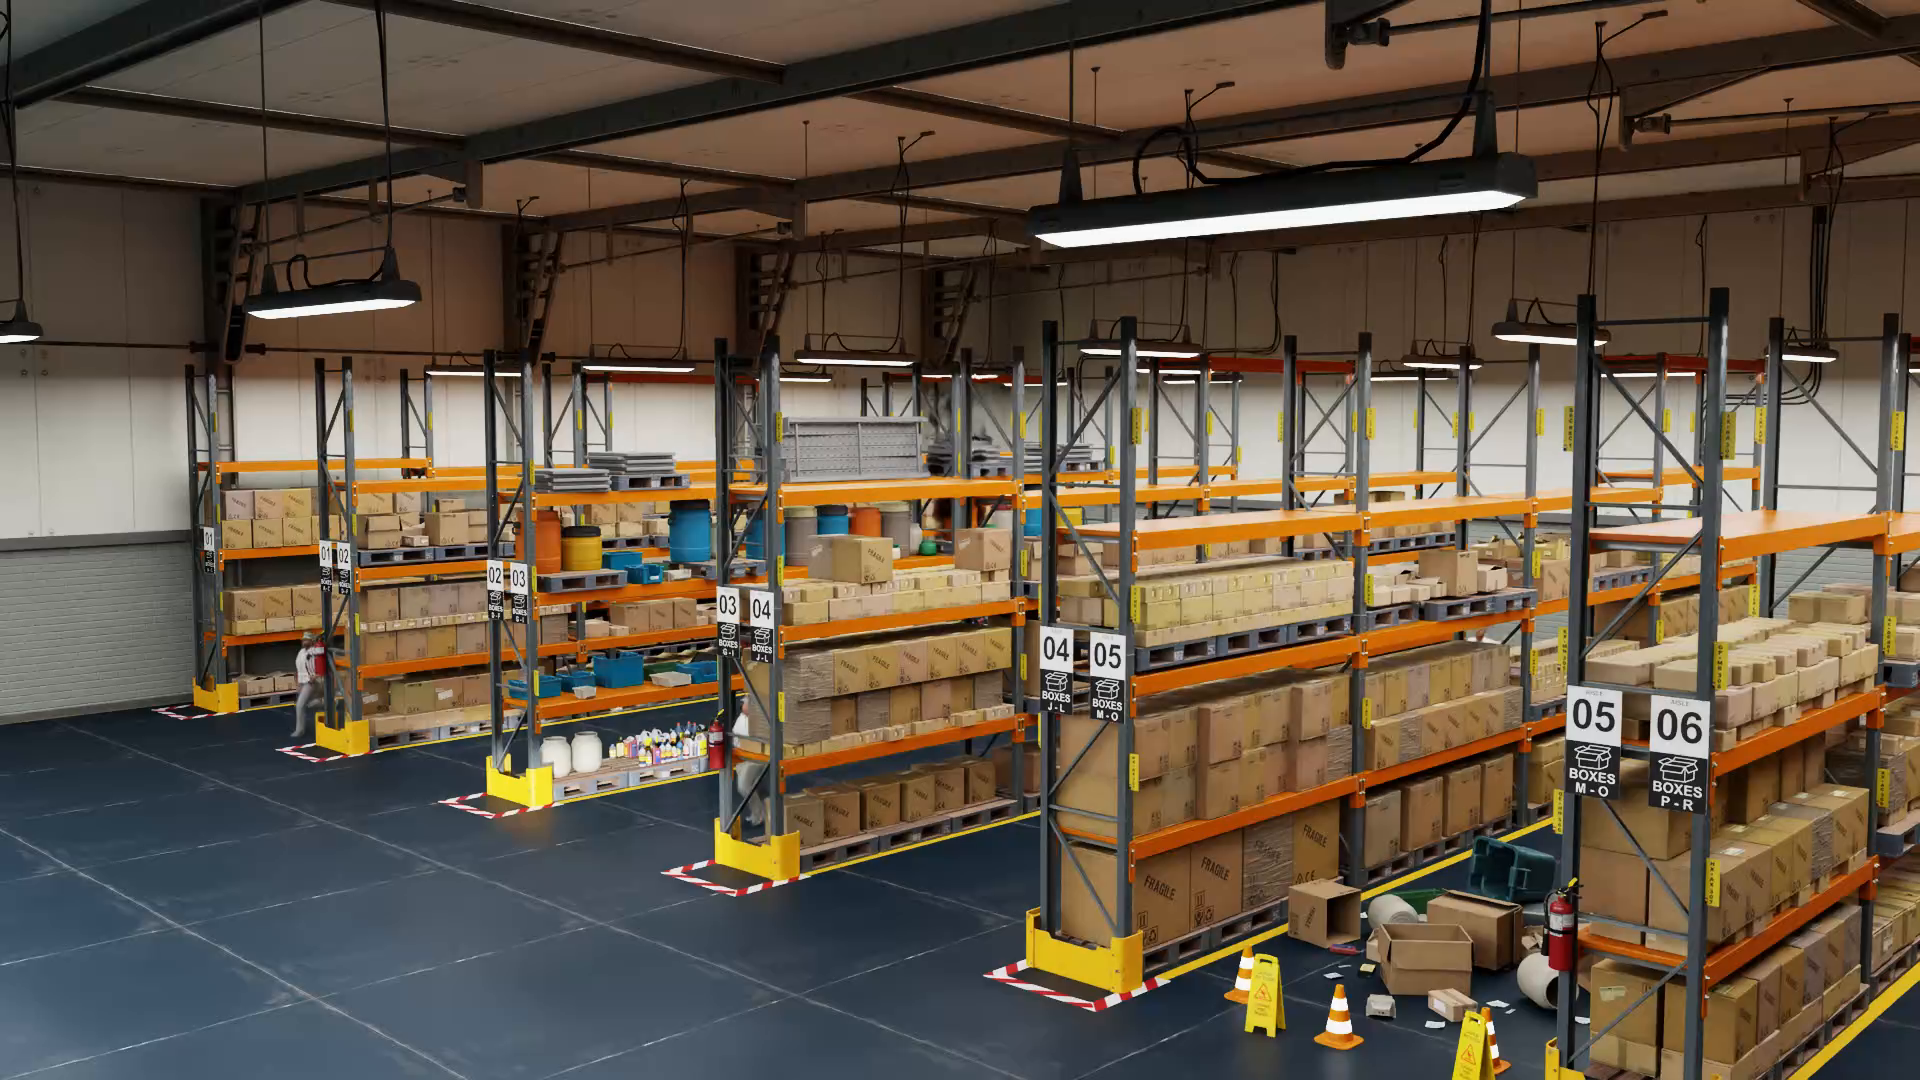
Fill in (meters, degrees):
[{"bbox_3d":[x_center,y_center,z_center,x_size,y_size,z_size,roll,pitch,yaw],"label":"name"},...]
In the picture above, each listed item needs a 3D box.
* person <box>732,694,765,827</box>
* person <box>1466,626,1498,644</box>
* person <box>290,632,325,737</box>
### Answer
[{"bbox_3d":[-2.656,2.755,20.798,0.587,1.660,0.610,4,6,43],"label":"person"},{"bbox_3d":[8.486,2.255,27.216,0.712,1.647,0.746,3,5,36],"label":"person"},{"bbox_3d":[-10.466,2.304,26.840,0.568,1.683,0.869,3,5,34],"label":"person"}]
